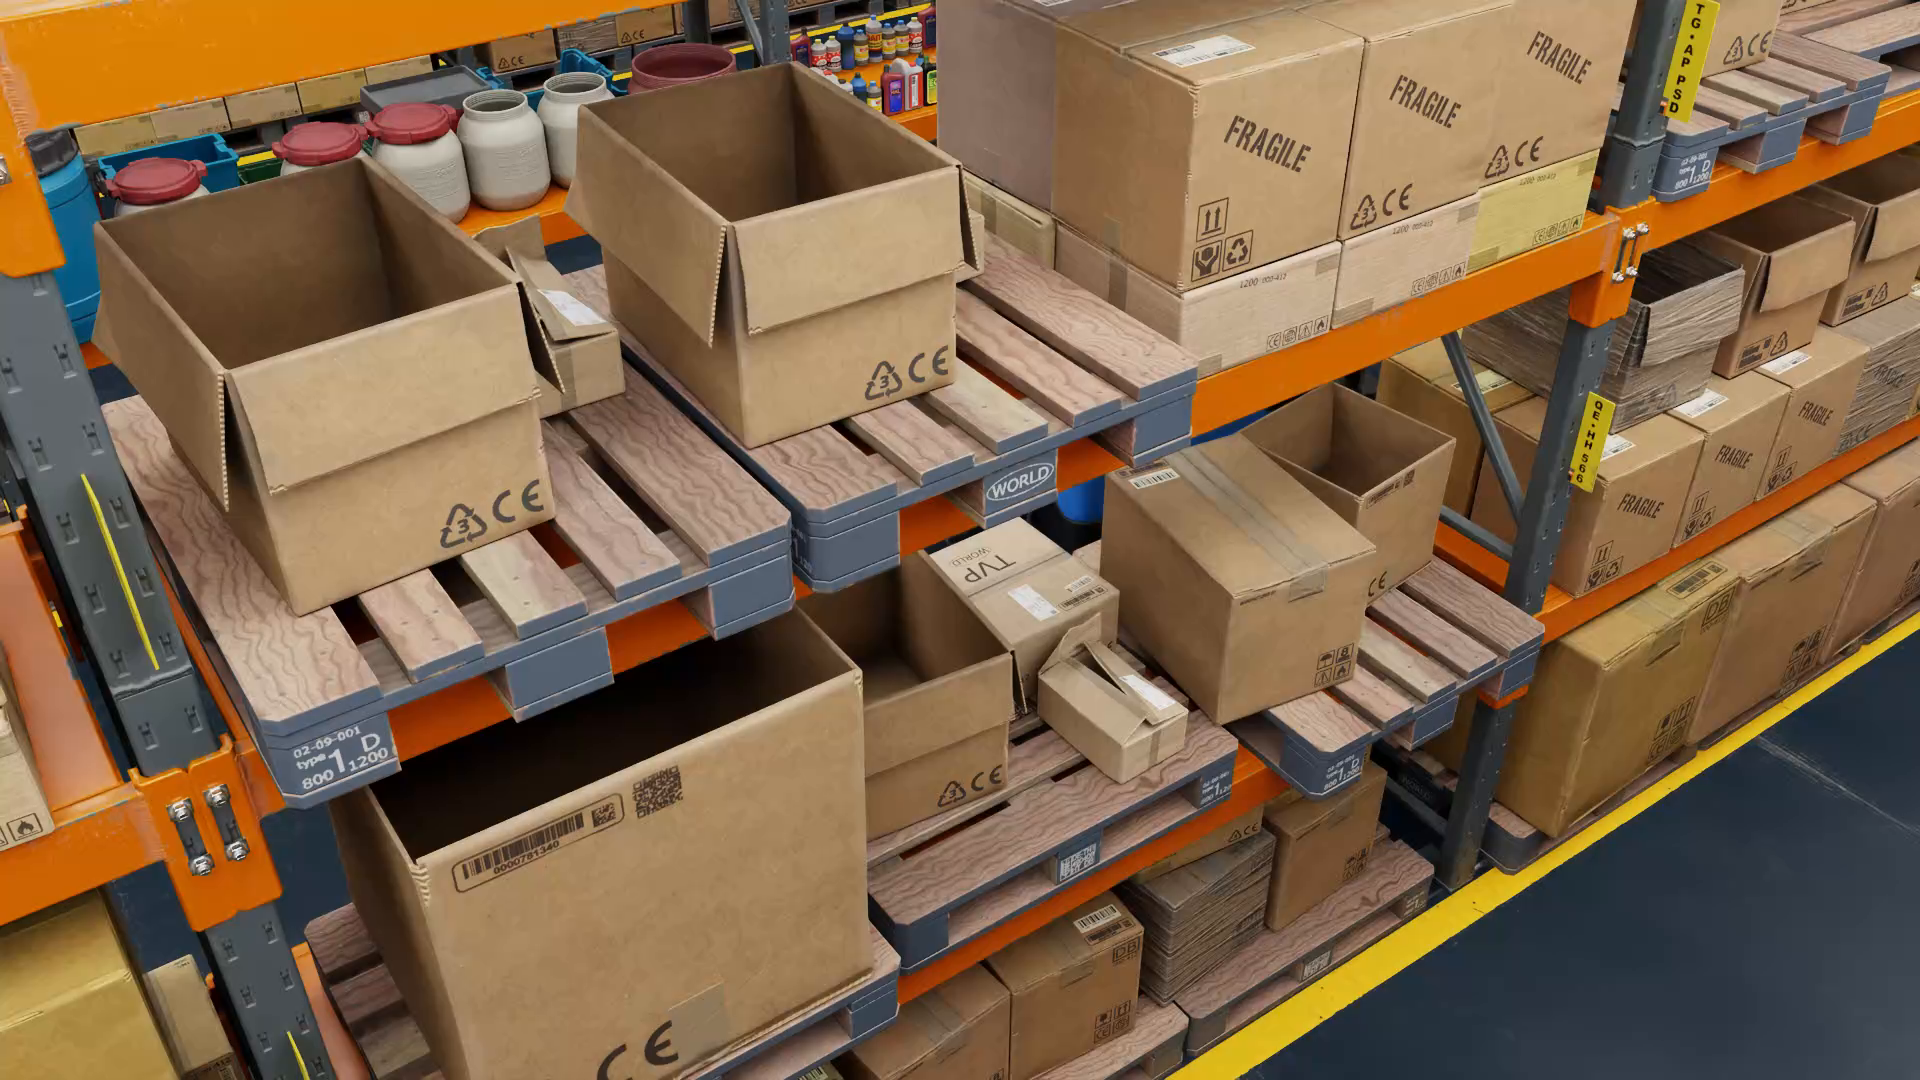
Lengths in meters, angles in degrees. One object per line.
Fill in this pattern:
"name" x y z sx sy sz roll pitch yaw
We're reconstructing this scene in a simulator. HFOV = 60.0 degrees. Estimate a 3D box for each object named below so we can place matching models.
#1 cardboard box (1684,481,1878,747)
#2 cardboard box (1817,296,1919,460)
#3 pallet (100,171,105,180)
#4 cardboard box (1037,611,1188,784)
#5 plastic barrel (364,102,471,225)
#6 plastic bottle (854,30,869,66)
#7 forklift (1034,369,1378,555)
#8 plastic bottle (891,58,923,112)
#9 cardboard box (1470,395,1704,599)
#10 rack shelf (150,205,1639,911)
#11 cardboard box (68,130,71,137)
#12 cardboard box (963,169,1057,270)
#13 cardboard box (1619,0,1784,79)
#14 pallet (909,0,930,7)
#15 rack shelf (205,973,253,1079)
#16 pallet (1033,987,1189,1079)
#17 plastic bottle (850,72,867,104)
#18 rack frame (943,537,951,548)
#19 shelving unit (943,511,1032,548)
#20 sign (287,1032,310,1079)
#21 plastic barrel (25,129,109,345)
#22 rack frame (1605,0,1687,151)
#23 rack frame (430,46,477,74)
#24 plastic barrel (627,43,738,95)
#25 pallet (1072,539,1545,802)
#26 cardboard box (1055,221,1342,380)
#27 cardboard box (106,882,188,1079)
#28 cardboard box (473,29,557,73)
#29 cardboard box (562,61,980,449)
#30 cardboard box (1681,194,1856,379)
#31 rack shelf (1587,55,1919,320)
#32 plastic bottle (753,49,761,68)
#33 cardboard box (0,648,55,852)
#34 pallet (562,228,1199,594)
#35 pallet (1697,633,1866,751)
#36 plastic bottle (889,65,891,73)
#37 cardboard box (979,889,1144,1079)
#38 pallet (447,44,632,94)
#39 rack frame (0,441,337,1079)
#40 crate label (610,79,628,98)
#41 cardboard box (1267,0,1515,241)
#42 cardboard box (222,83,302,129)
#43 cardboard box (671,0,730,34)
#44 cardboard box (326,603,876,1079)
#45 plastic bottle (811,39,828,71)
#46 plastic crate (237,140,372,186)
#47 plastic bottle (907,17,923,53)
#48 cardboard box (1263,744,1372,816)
"cardboard box" 2.950 0.053 7.068 0.875 0.875 1.225 -22 41 -28
"cardboard box" 3.442 -0.711 6.584 0.500 0.500 0.500 -22 41 -28
"pallet" -6.753 -2.639 11.739 1.213 0.211 1.003 -22 41 -28
"cardboard box" 0.433 0.453 4.807 0.258 0.266 0.396 -24 42 -29
"plastic barrel" -2.620 -1.804 8.073 0.433 0.535 0.433 0 36 0
"plastic bottle" -0.595 -2.950 9.953 0.097 0.201 0.097 0 36 0
"forklift" 1.822 -1.533 7.871 3.031 2.935 1.130 -9 37 -13
"plastic bottle" -0.294 -2.582 9.377 0.135 0.276 0.152 -22 41 -28
"cardboard box" 2.195 -0.195 5.867 0.500 0.500 0.500 -21 41 -27
"rack shelf" 0.006 -0.374 4.248 4.000 0.370 1.077 -22 41 -28
"cardboard box" -6.441 -2.748 11.497 0.500 0.250 0.500 -21 41 -27
"cardboard box" 0.275 -0.891 4.480 0.500 0.250 0.500 -21 41 -27
"cardboard box" 2.098 -1.791 5.154 0.637 0.503 0.797 -20 40 -25
"pallet" -0.231 -5.294 15.430 1.213 0.211 1.003 -22 41 -28
"rack shelf" -3.264 2.189 3.253 4.000 0.370 1.077 -22 41 -28
"pallet" 0.005 1.681 5.732 1.213 0.211 1.003 -22 41 -28
"plastic bottle" -0.562 -2.450 9.198 0.097 0.271 0.097 0 36 0
"rack frame" -0.118 -0.457 7.857 0.015 1.200 0.240 -22 41 -27
"shelving unit" 0.083 -0.537 7.969 0.503 1.200 0.258 -22 41 -27
"sign" -1.310 1.129 3.369 0.005 0.325 0.100 -22 41 -28
"plastic barrel" -3.992 -1.328 7.099 0.708 0.901 0.600 -22 41 -28
"rack frame" 1.641 -2.557 4.098 0.127 3.000 1.000 -22 41 -28
"rack frame" -4.063 -4.850 12.425 0.127 3.000 1.000 -22 41 -28
"plastic barrel" -1.417 -2.240 8.678 0.708 0.536 0.600 -22 41 -28
"pallet" 1.120 0.247 5.501 1.003 0.211 1.213 -22 41 -28
"cardboard box" 0.584 -0.660 4.158 0.500 0.250 0.500 -21 41 -27
"cardboard box" -2.032 1.185 3.693 0.500 0.500 0.875 -22 41 -28
"cardboard box" -3.526 -4.031 13.050 0.500 0.500 0.500 -21 41 -26
"cardboard box" -0.418 -0.634 3.545 0.637 0.503 0.797 -21 41 -26
"cardboard box" 2.782 -1.025 6.161 0.637 0.503 0.797 -21 41 -27
"rack shelf" 3.276 -1.720 6.119 4.000 0.370 1.077 -22 41 -28
"plastic bottle" -1.128 -2.777 9.642 0.133 0.283 0.061 -22 41 -28
"cardboard box" -1.851 0.345 2.760 0.500 0.250 0.500 -21 41 -26
"pallet" -0.217 -0.424 3.863 1.003 0.211 1.213 -22 41 -28
"pallet" 3.325 0.374 7.549 1.213 0.211 1.003 -22 41 -28
"plastic bottle" -0.381 -2.604 9.472 0.097 0.201 0.097 0 36 0
"cardboard box" 0.199 1.337 5.587 0.500 0.500 0.700 -19 40 -24
"pallet" -3.431 -3.951 13.563 1.213 0.211 1.003 -22 41 -28
"rack frame" -1.629 1.224 3.979 0.127 3.000 1.000 -22 41 -28
"crate label" -1.773 -2.454 9.237 0.416 0.233 0.303 -22 41 -28
"cardboard box" 0.982 -1.125 4.162 0.500 0.500 0.500 -22 41 -28
"cardboard box" -5.185 -3.268 12.221 0.500 0.250 0.500 -21 41 -27
"cardboard box" -2.265 -4.554 13.777 0.500 0.500 0.500 -24 42 -29
"cardboard box" -0.899 0.610 3.960 1.000 1.000 1.000 -22 41 -28
"plastic bottle" -0.834 -2.852 9.816 0.097 0.201 0.097 0 36 0
"plastic crate" -3.221 -1.774 8.329 0.662 0.188 0.450 -22 41 -28
"plastic bottle" -0.277 -3.081 10.135 0.097 0.201 0.097 0 36 0
"cardboard box" 1.110 0.650 5.899 0.500 0.250 0.500 -21 41 -26
